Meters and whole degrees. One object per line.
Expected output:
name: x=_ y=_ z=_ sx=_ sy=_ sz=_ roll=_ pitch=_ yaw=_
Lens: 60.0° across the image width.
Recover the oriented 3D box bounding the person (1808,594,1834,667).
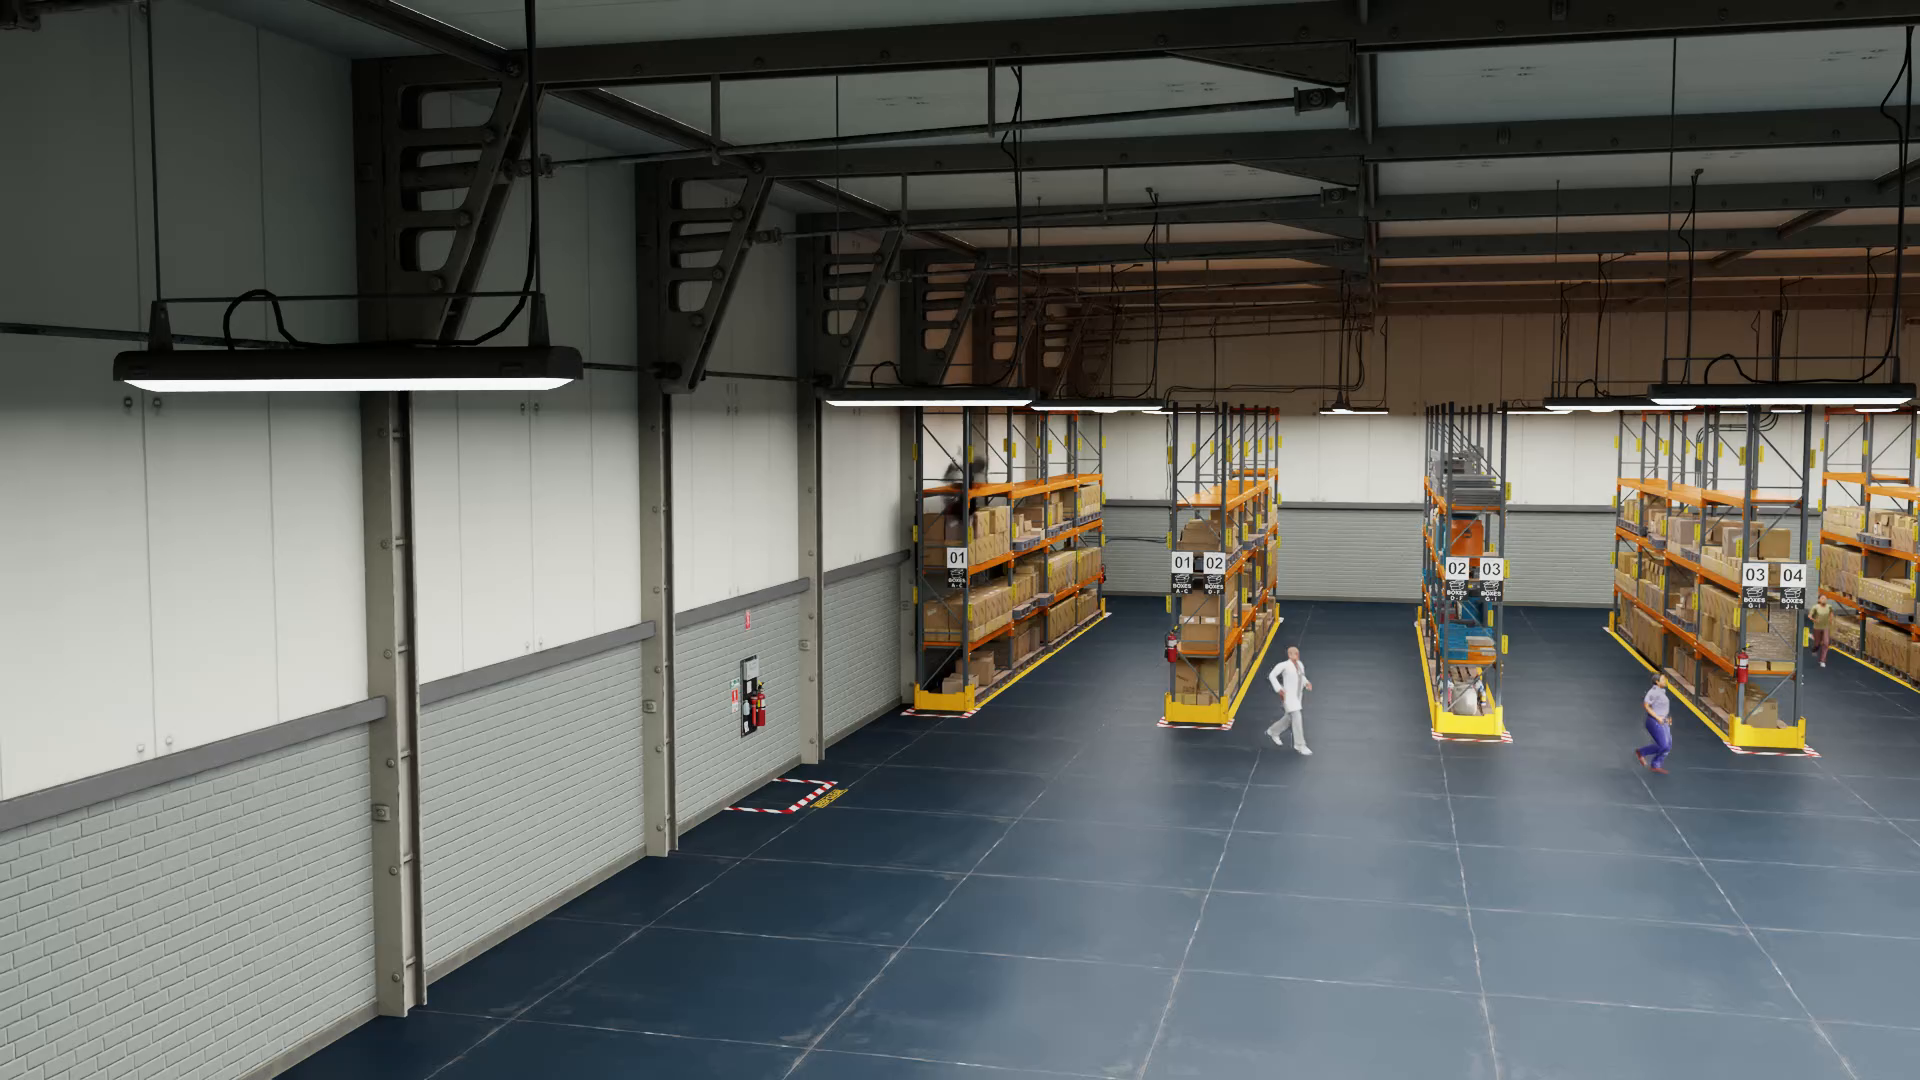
person: x=19.940 y=2.075 z=38.508 sx=0.588 sy=1.683 sz=0.868 roll=1 pitch=4 yaw=13

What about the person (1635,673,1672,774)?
person: x=11.192 y=2.952 z=26.800 sx=0.538 sy=1.617 sz=0.602 roll=3 pitch=5 yaw=37

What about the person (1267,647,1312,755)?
person: x=5.674 y=2.725 z=28.574 sx=0.712 sy=1.799 sz=0.993 roll=-4 pitch=6 yaw=-44
